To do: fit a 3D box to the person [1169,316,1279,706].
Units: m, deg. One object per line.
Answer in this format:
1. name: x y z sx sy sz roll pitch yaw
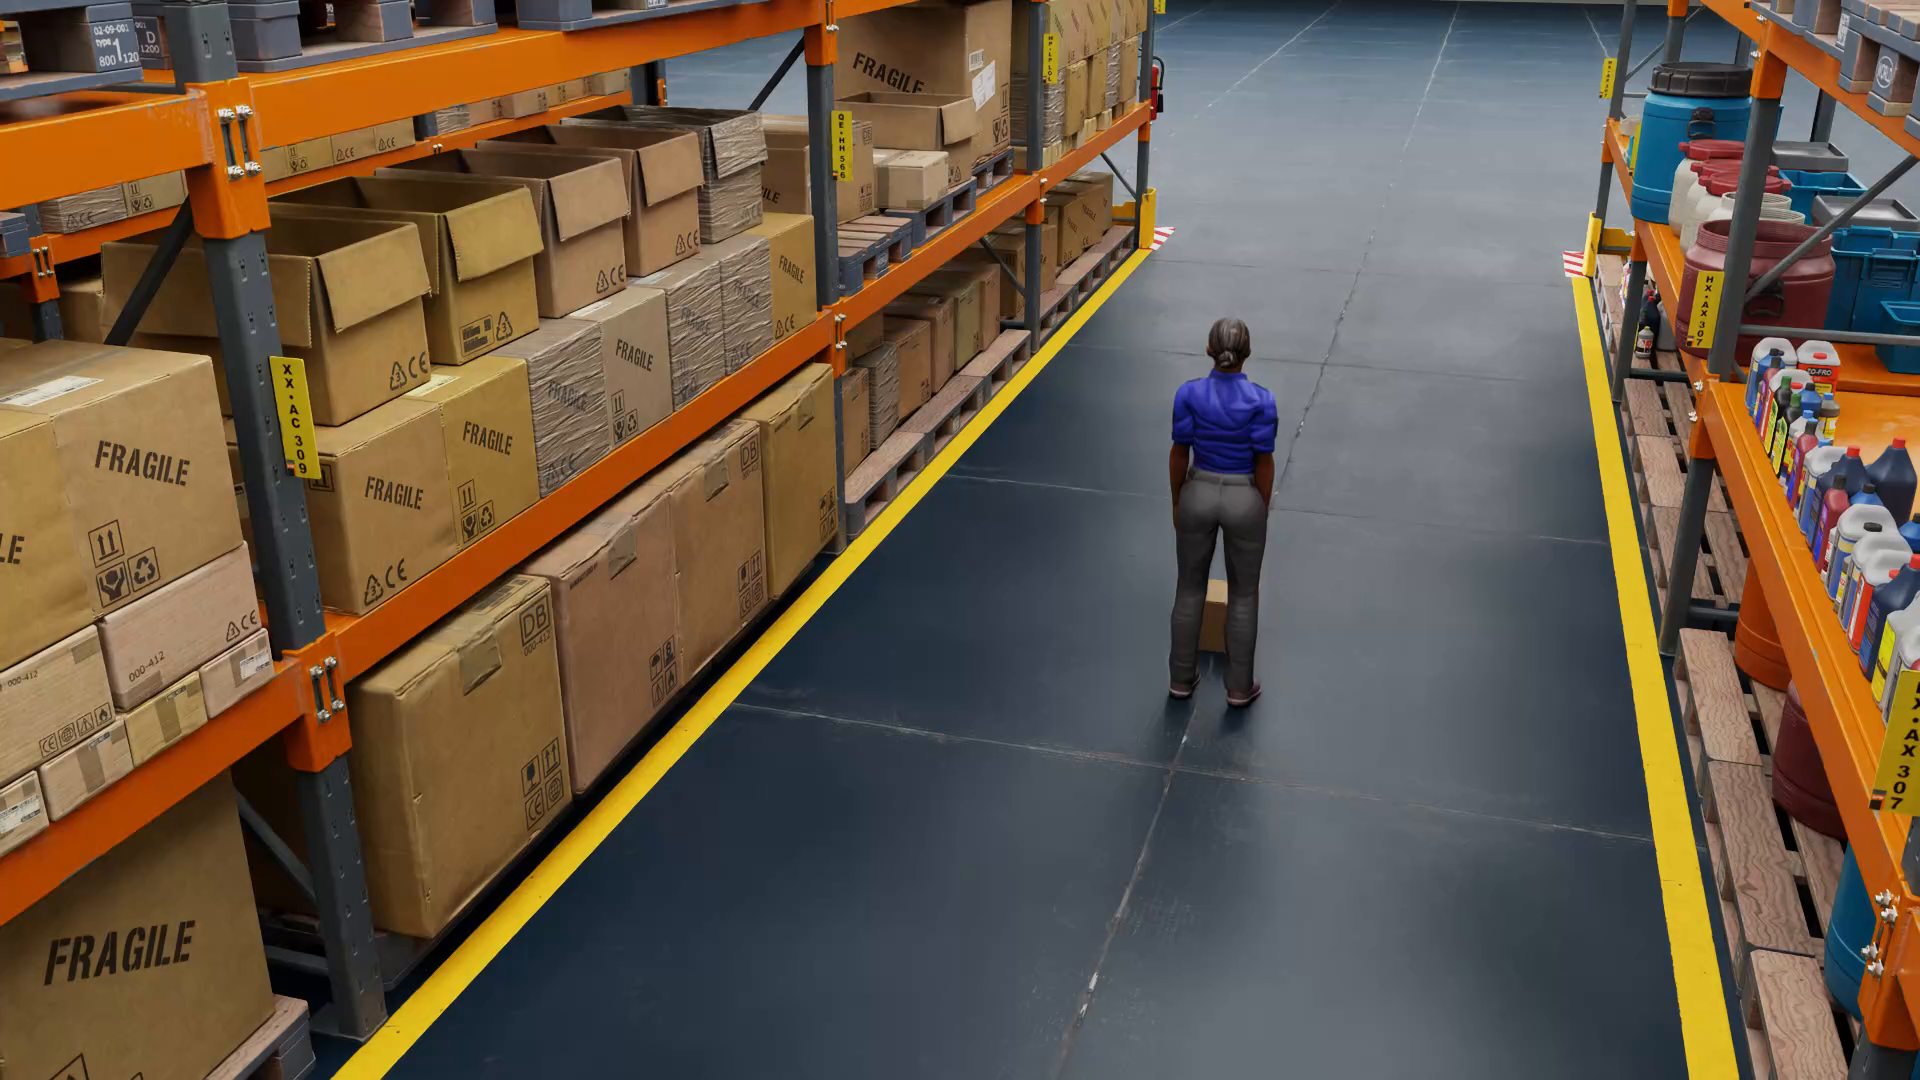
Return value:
1. person: 1.075 -0.114 6.889 0.439 1.673 0.299 7 23 17
